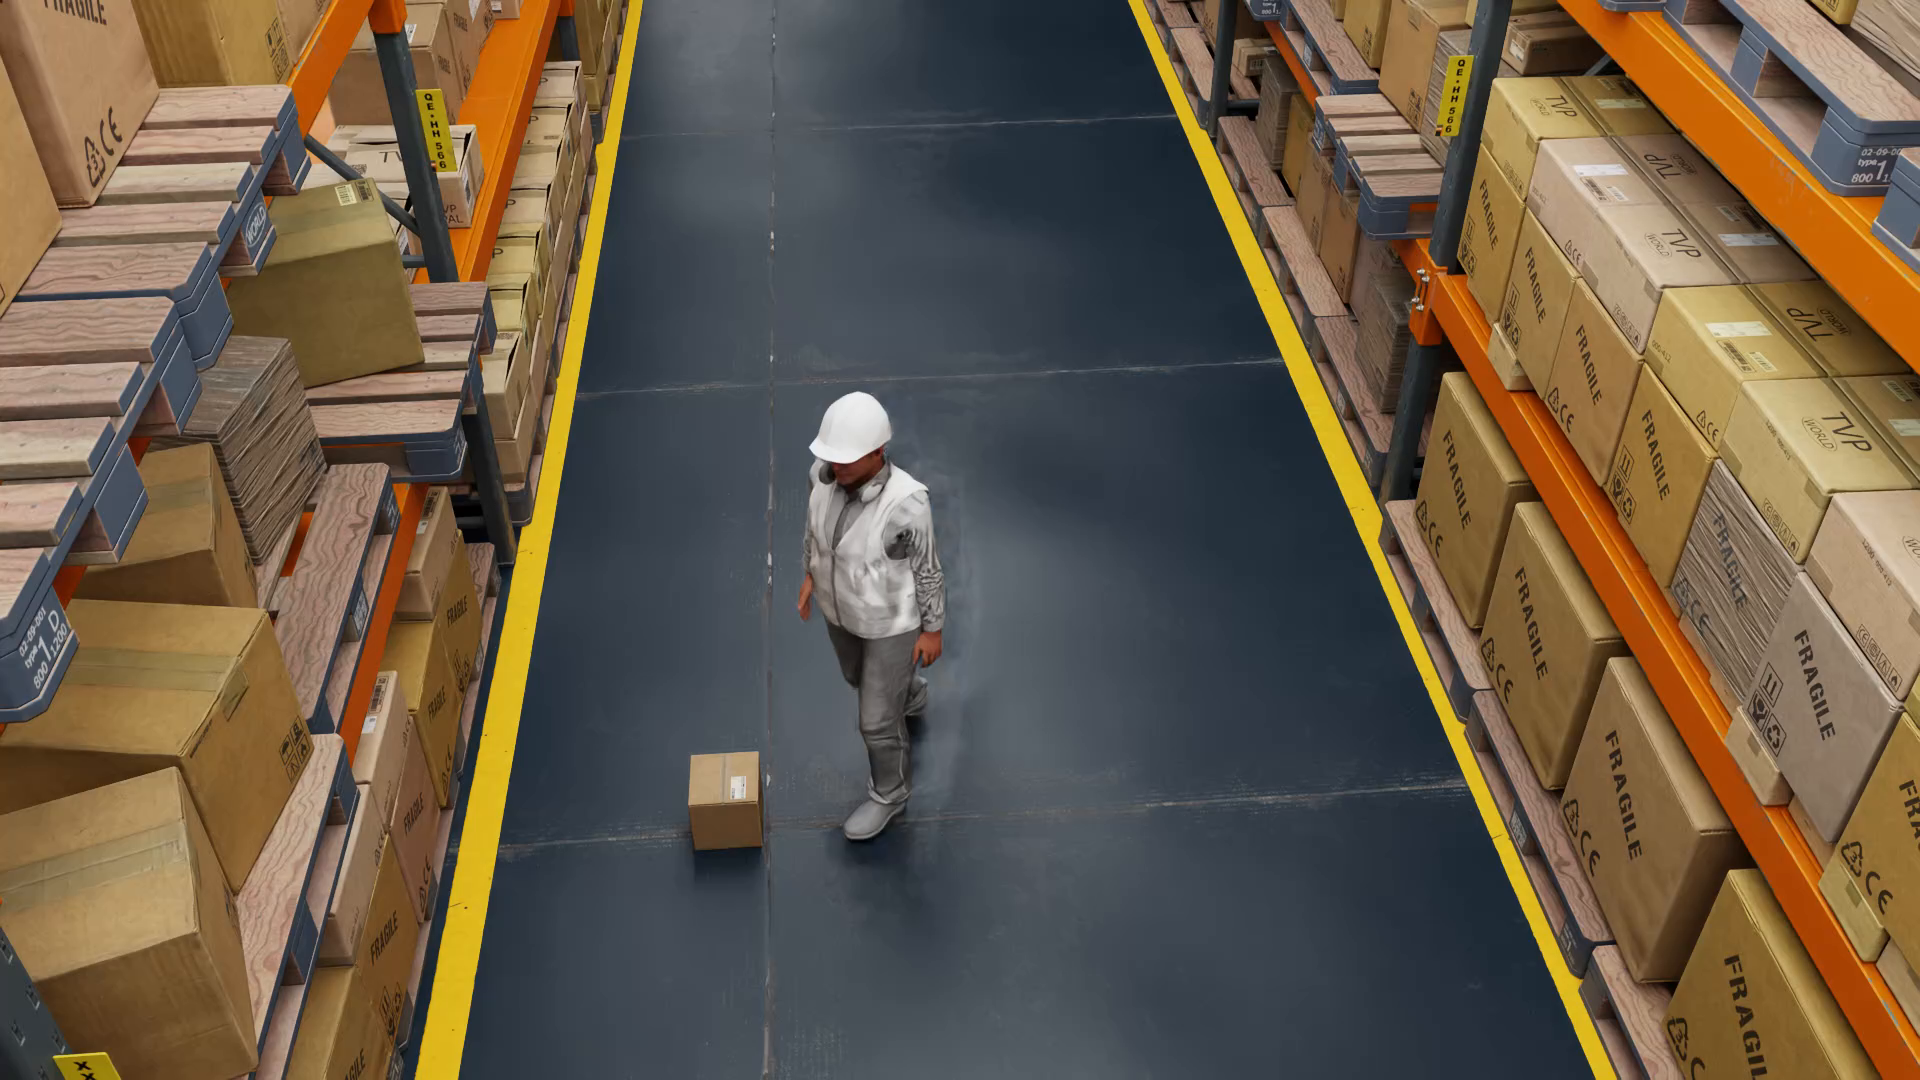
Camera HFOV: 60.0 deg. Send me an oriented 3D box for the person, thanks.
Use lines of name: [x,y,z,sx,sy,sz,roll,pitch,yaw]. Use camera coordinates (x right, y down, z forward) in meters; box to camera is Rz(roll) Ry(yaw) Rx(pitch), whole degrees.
person: [-0.299,0.207,5.887,0.595,1.763,0.718,28,47,31]
